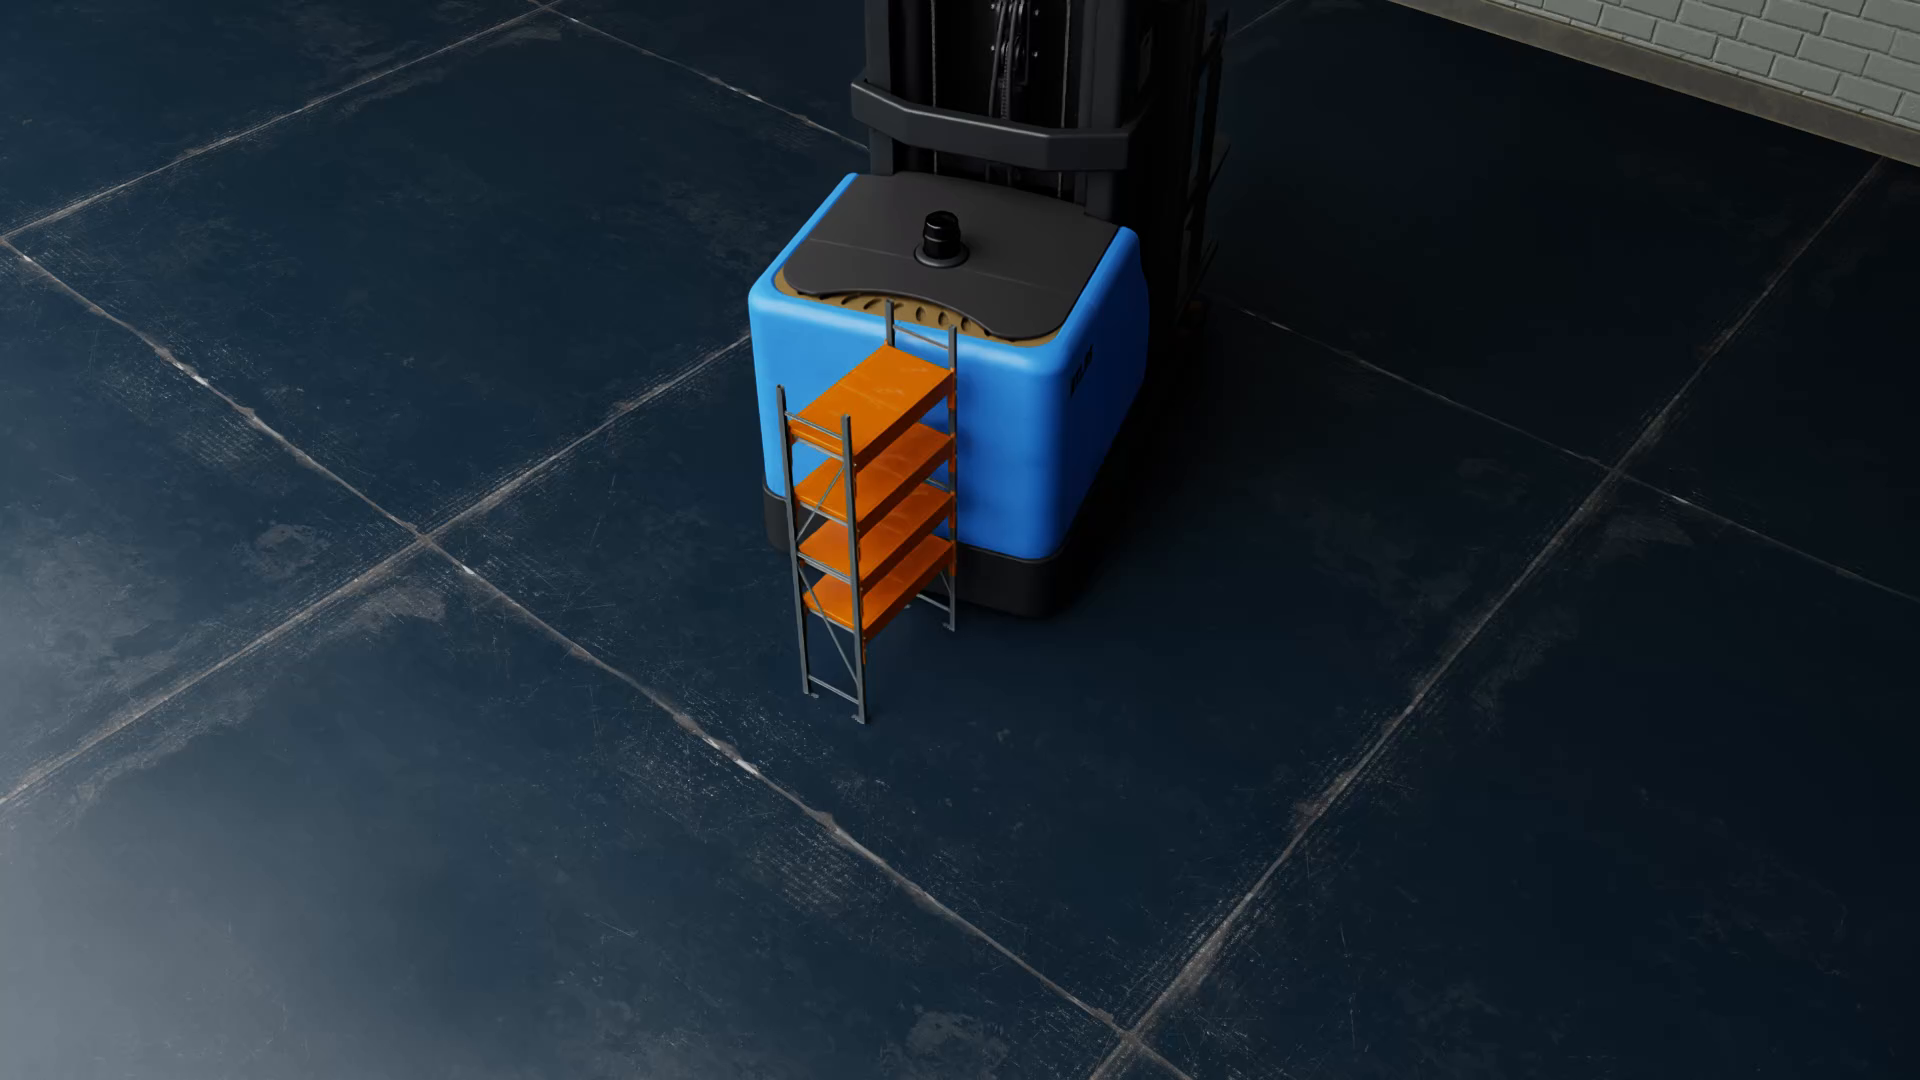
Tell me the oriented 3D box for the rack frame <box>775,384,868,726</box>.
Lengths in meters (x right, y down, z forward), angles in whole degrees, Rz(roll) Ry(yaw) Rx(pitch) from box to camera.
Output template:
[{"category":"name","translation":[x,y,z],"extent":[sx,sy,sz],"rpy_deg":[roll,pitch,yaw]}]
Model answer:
[{"category":"rack frame","translation":[-0.387,0.078,4.772],"extent":[0.240,1.200,0.015],"rpy_deg":[25,48,25]}]

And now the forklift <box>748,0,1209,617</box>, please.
[{"category":"forklift","translation":[0.148,-1.473,5.238],"extent":[1.129,2.867,1.939],"rpy_deg":[14,44,15]}]

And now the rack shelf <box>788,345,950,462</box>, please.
[{"category":"rack shelf","translation":[-0.249,-0.377,4.630],"extent":[0.221,0.050,0.457],"rpy_deg":[25,48,25]}]

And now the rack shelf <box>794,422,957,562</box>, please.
[{"category":"rack shelf","translation":[-0.249,-0.173,4.815],"extent":[0.258,0.148,0.480],"rpy_deg":[25,48,25]}]

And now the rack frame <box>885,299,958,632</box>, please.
[{"category":"rack frame","translation":[-0.110,-0.192,5.069],"extent":[0.240,1.200,0.015],"rpy_deg":[25,48,25]}]

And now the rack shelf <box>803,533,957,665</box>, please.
[{"category":"rack shelf","translation":[-0.249,0.140,5.099],"extent":[0.258,0.148,0.480],"rpy_deg":[25,48,25]}]
